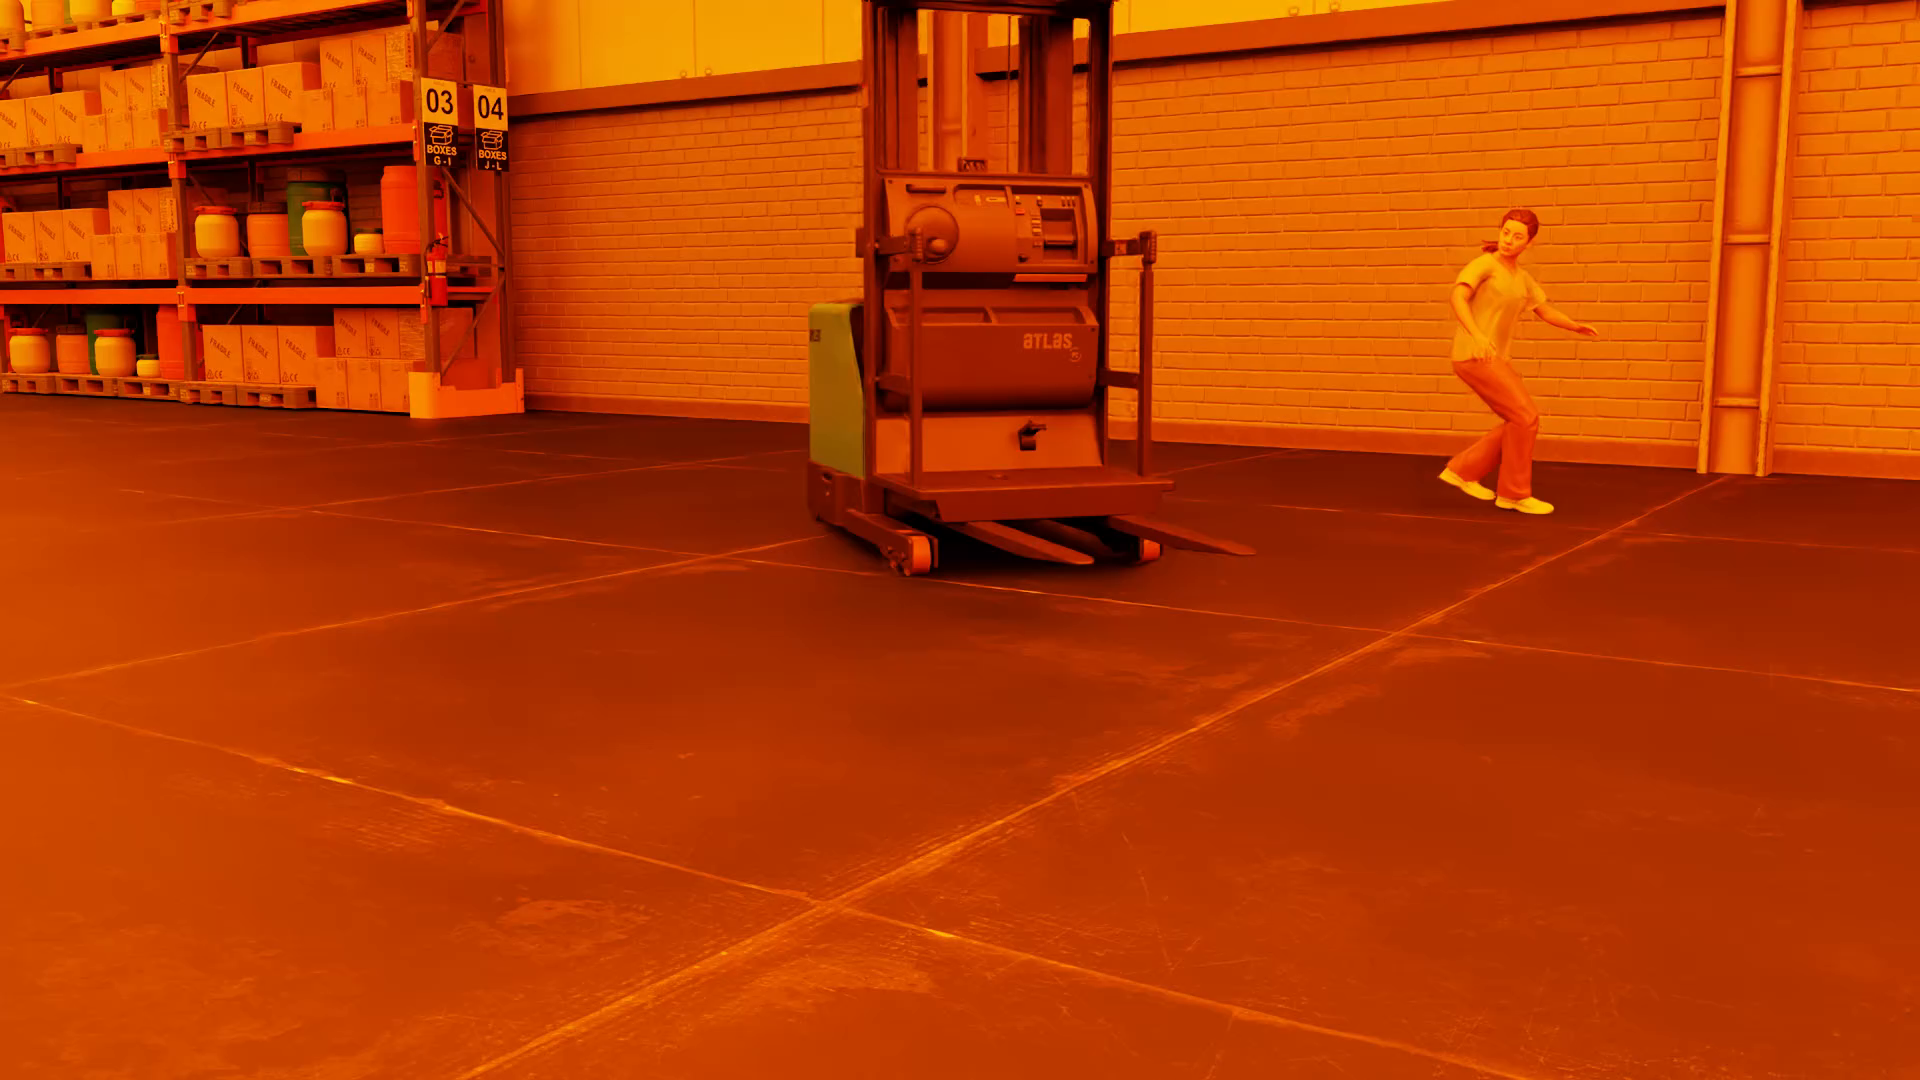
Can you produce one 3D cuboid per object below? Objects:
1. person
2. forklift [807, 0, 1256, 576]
[{"bbox_3d":[2.834,-0.916,8.547,0.749,1.551,0.774,6,10,38],"label":"person"},{"bbox_3d":[0.207,-1.370,6.827,1.130,2.935,3.031,-3,9,-19],"label":"forklift"}]
